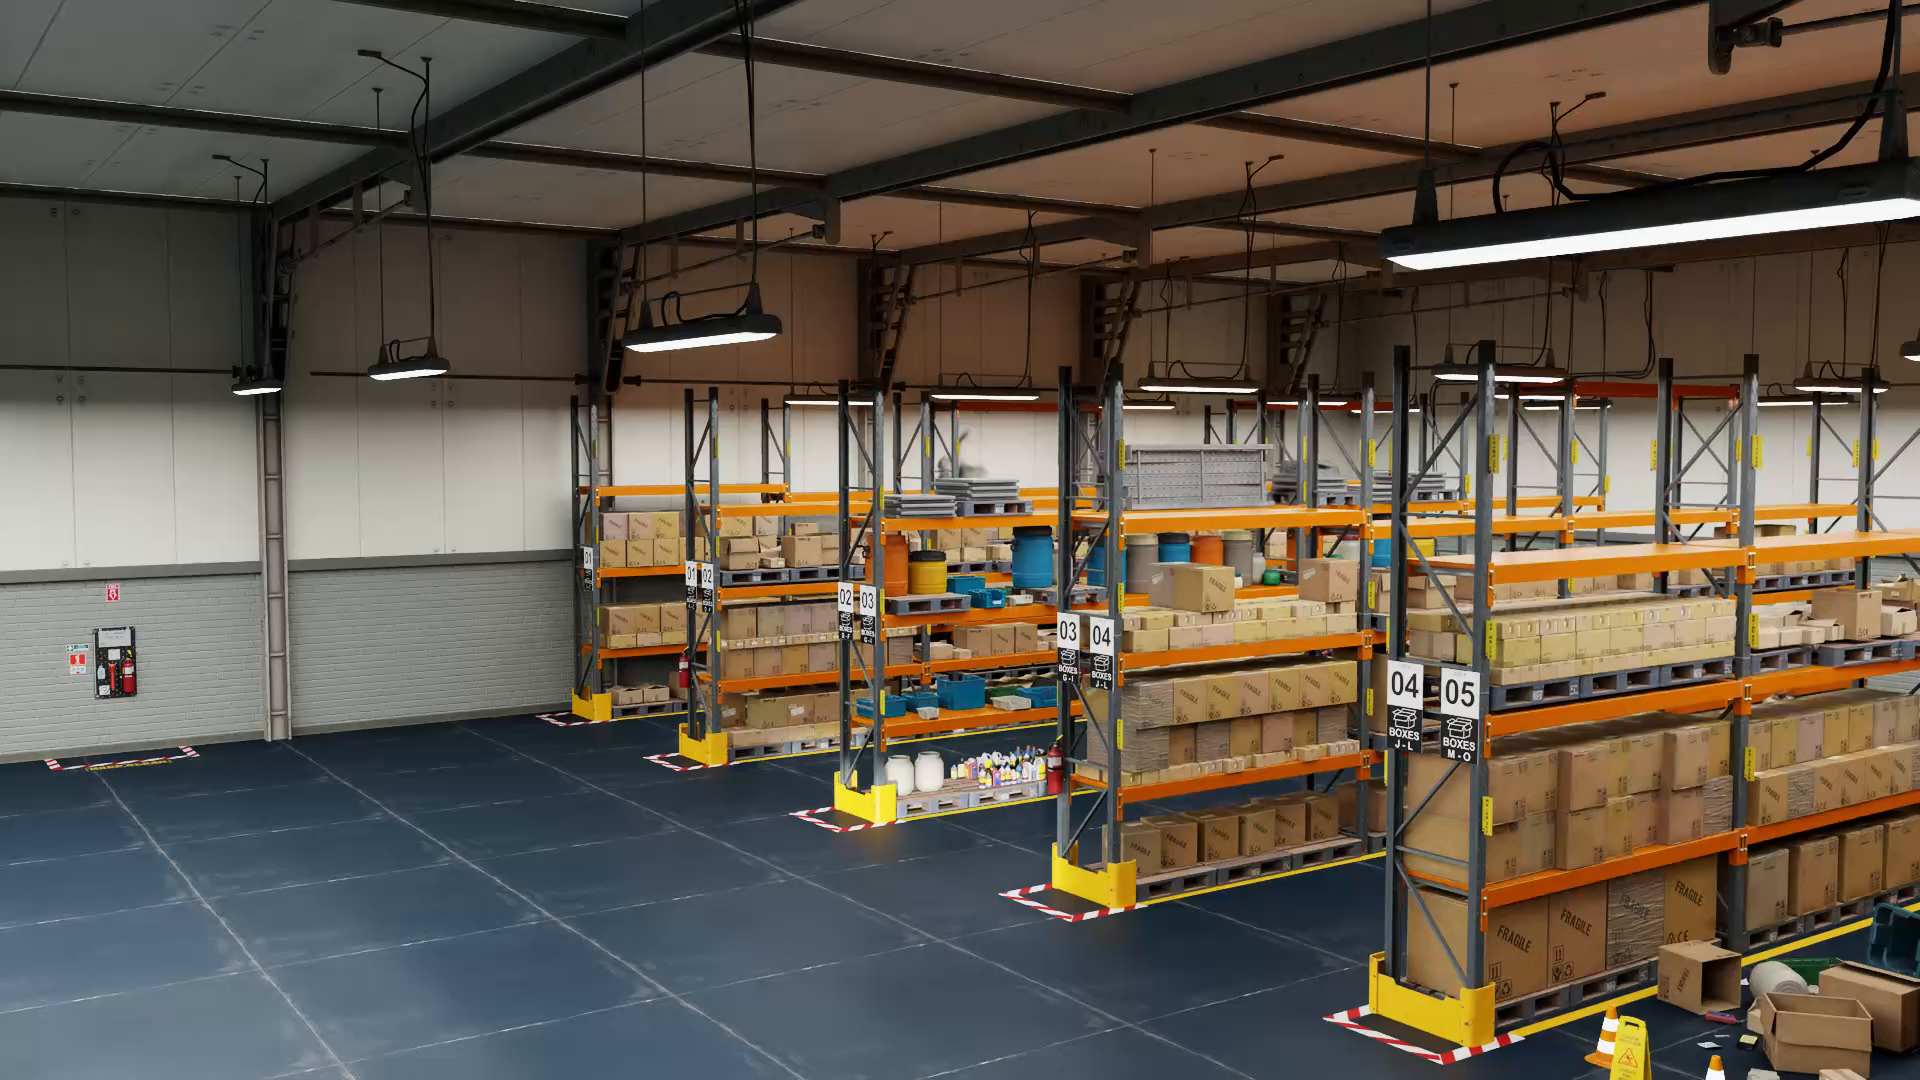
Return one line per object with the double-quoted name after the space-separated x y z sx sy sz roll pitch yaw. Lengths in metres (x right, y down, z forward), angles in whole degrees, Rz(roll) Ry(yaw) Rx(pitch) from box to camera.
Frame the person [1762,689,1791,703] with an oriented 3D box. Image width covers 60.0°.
11.633 2.841 23.593 0.826 1.805 0.650 -3 4 -40 "person"
